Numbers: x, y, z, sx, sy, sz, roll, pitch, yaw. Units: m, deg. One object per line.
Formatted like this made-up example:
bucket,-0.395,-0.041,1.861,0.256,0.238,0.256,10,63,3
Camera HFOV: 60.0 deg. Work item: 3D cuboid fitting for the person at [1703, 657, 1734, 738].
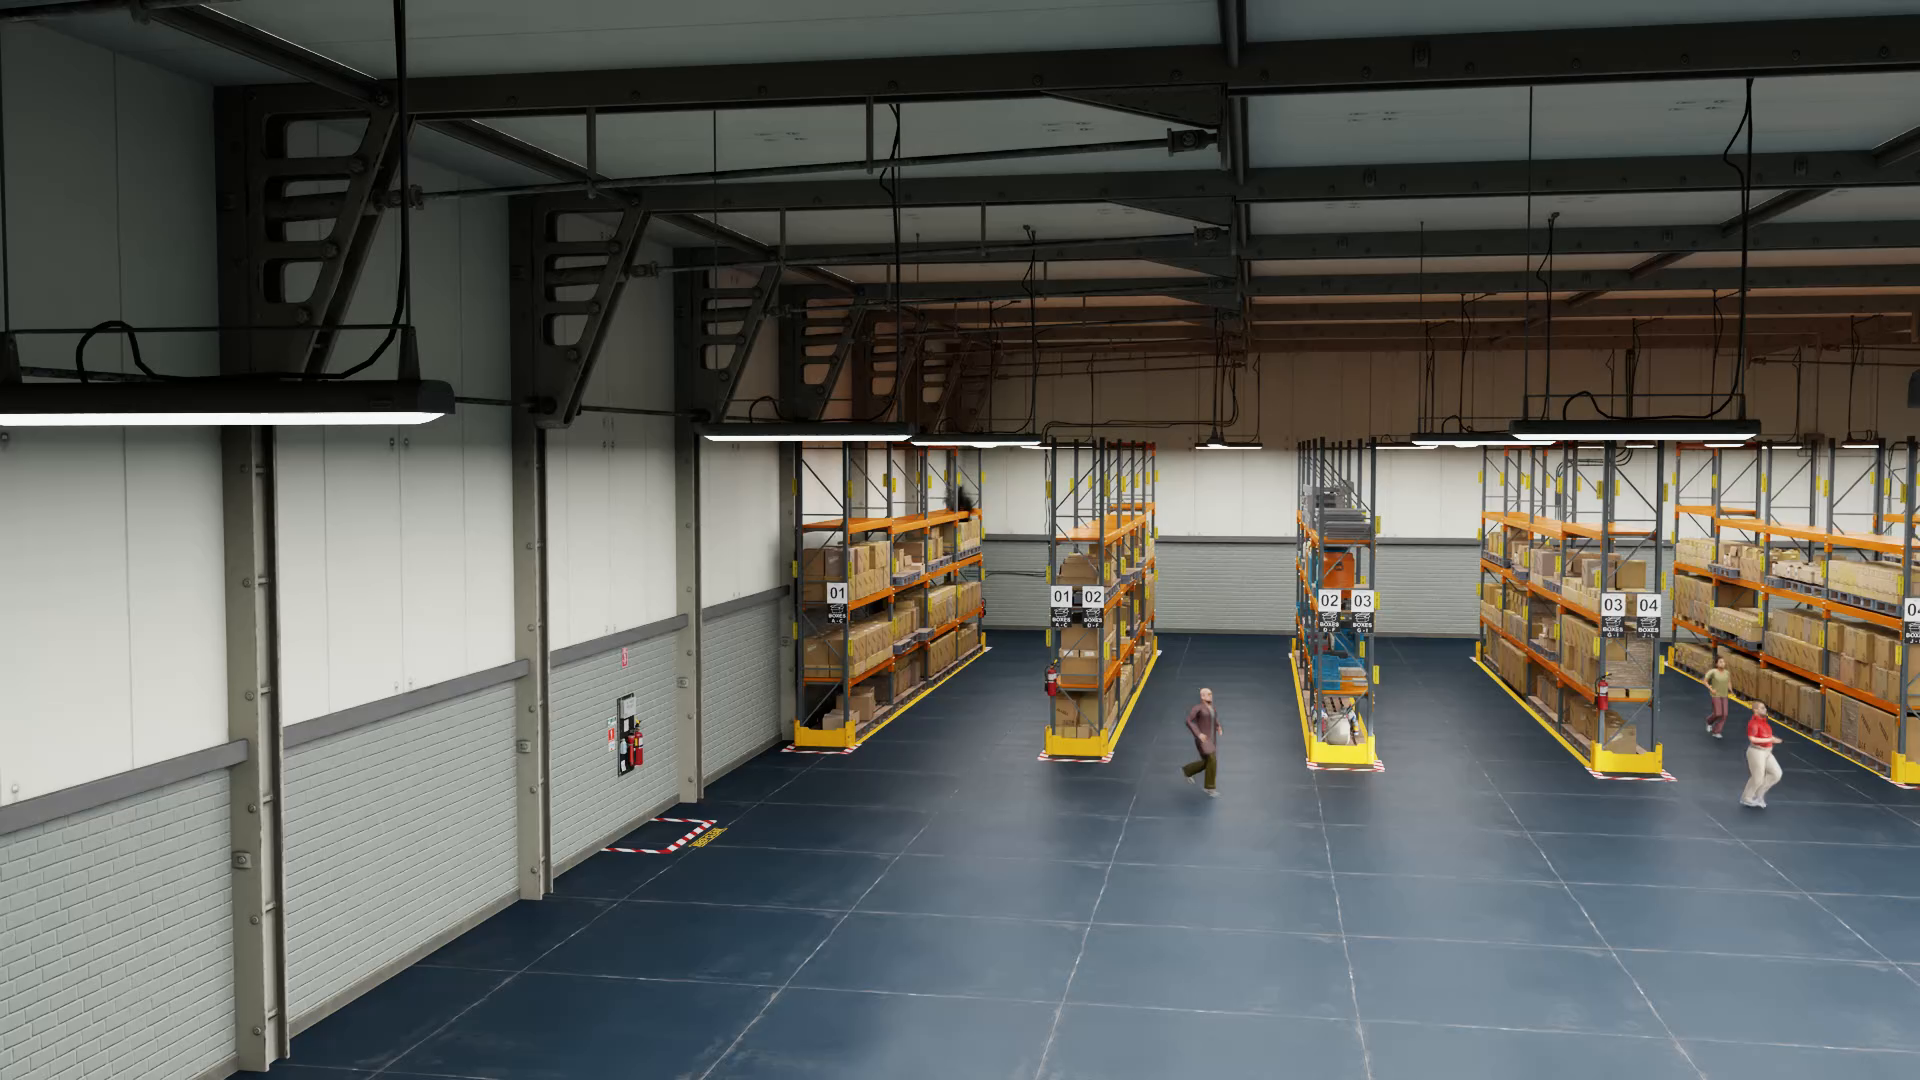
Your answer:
person,15.212,3.142,33.336,0.566,1.623,0.536,0,3,-5

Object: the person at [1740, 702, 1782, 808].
person,12.891,3.464,26.671,0.644,1.736,0.656,-3,4,-42

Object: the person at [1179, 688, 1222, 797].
person,4.046,3.371,27.877,0.854,1.806,0.715,3,4,41
